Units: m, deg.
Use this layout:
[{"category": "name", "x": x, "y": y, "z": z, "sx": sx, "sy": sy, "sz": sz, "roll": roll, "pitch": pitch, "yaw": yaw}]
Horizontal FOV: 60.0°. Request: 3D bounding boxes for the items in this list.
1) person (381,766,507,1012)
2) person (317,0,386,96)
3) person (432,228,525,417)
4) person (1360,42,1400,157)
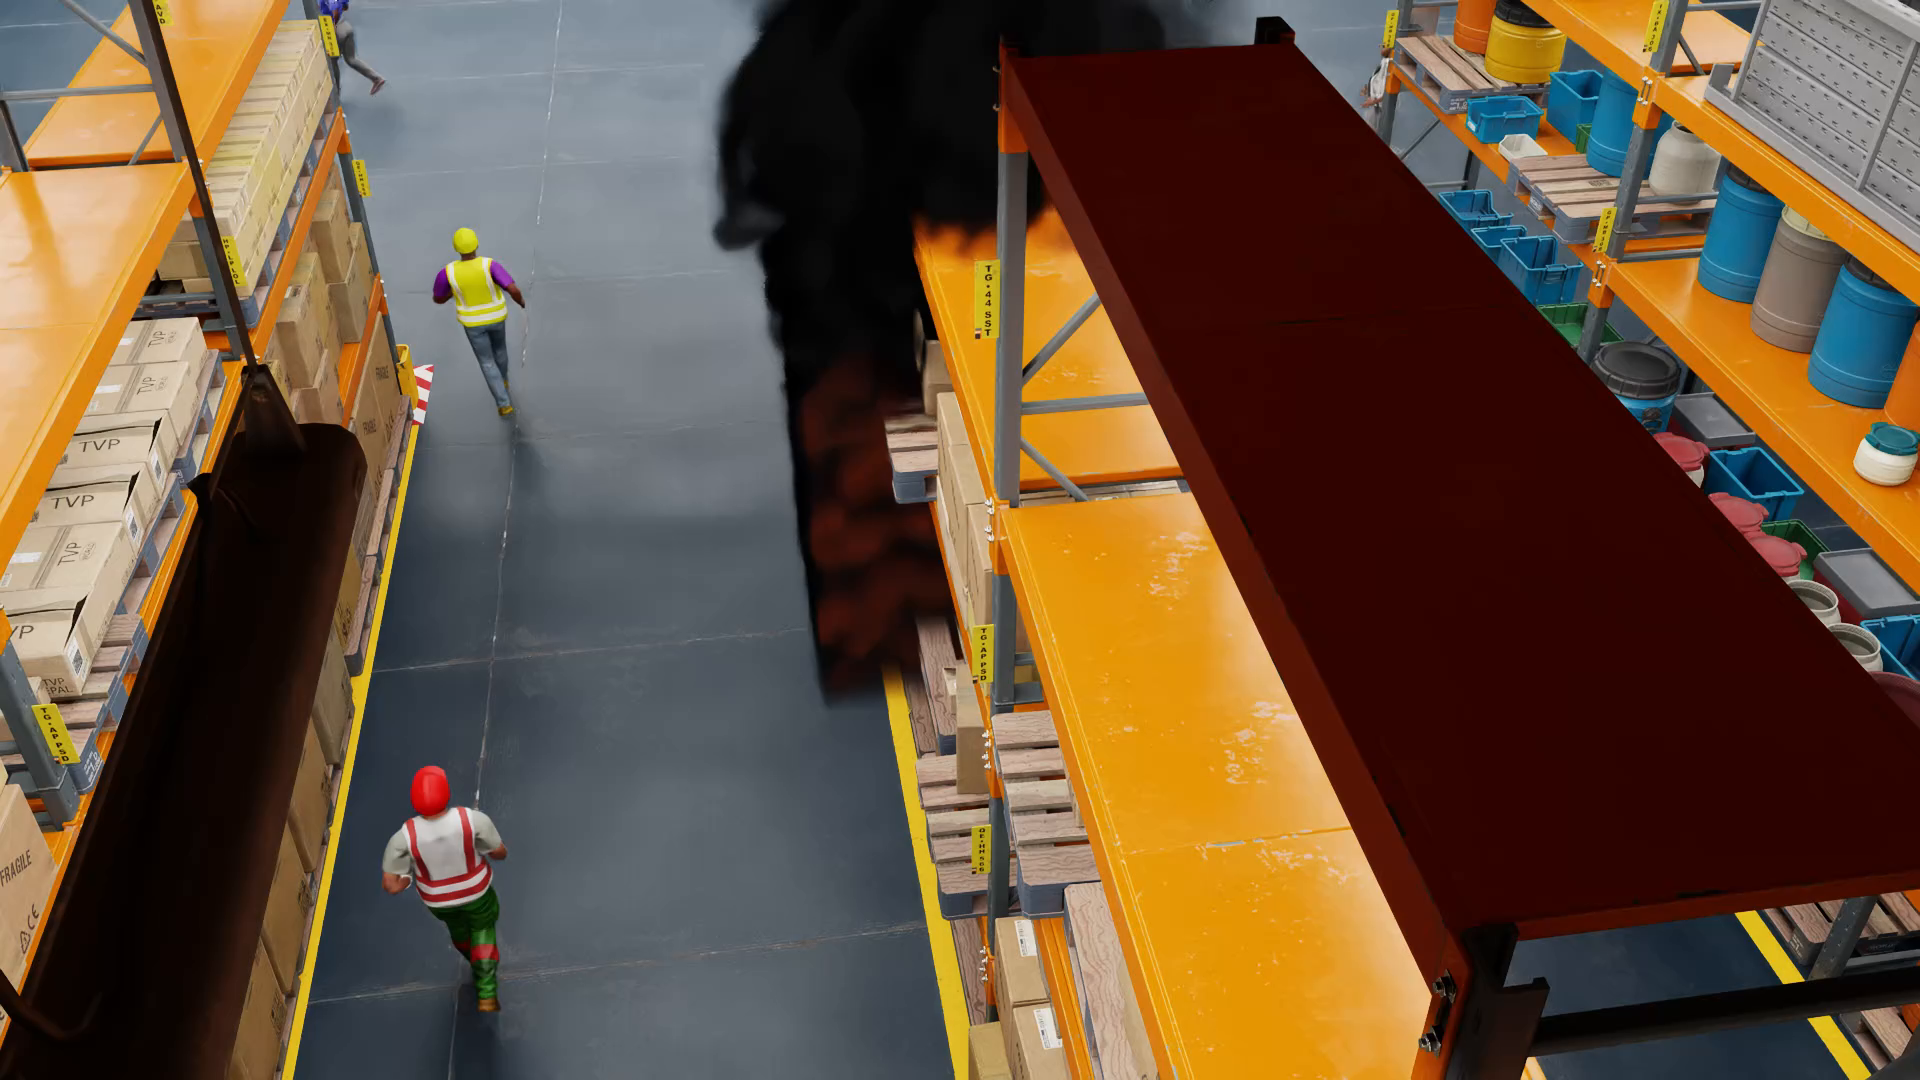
[{"category": "person", "x": -2.822, "y": 1.964, "z": 9.283, "sx": 0.655, "sy": 1.769, "sz": 0.888, "roll": -9, "pitch": 37, "yaw": -12}, {"category": "person", "x": -7.650, "y": -6.227, "z": 20.519, "sx": 0.920, "sy": 1.658, "sz": 0.581, "roll": 8, "pitch": 37, "yaw": 11}, {"category": "person", "x": -4.190, "y": -1.930, "z": 14.578, "sx": 0.750, "sy": 1.793, "sz": 0.919, "roll": -16, "pitch": 39, "yaw": -20}, {"category": "person", "x": 4.746, "y": -4.890, "z": 18.715, "sx": 0.563, "sy": 1.650, "sz": 0.573, "roll": 13, "pitch": 38, "yaw": 16}]
